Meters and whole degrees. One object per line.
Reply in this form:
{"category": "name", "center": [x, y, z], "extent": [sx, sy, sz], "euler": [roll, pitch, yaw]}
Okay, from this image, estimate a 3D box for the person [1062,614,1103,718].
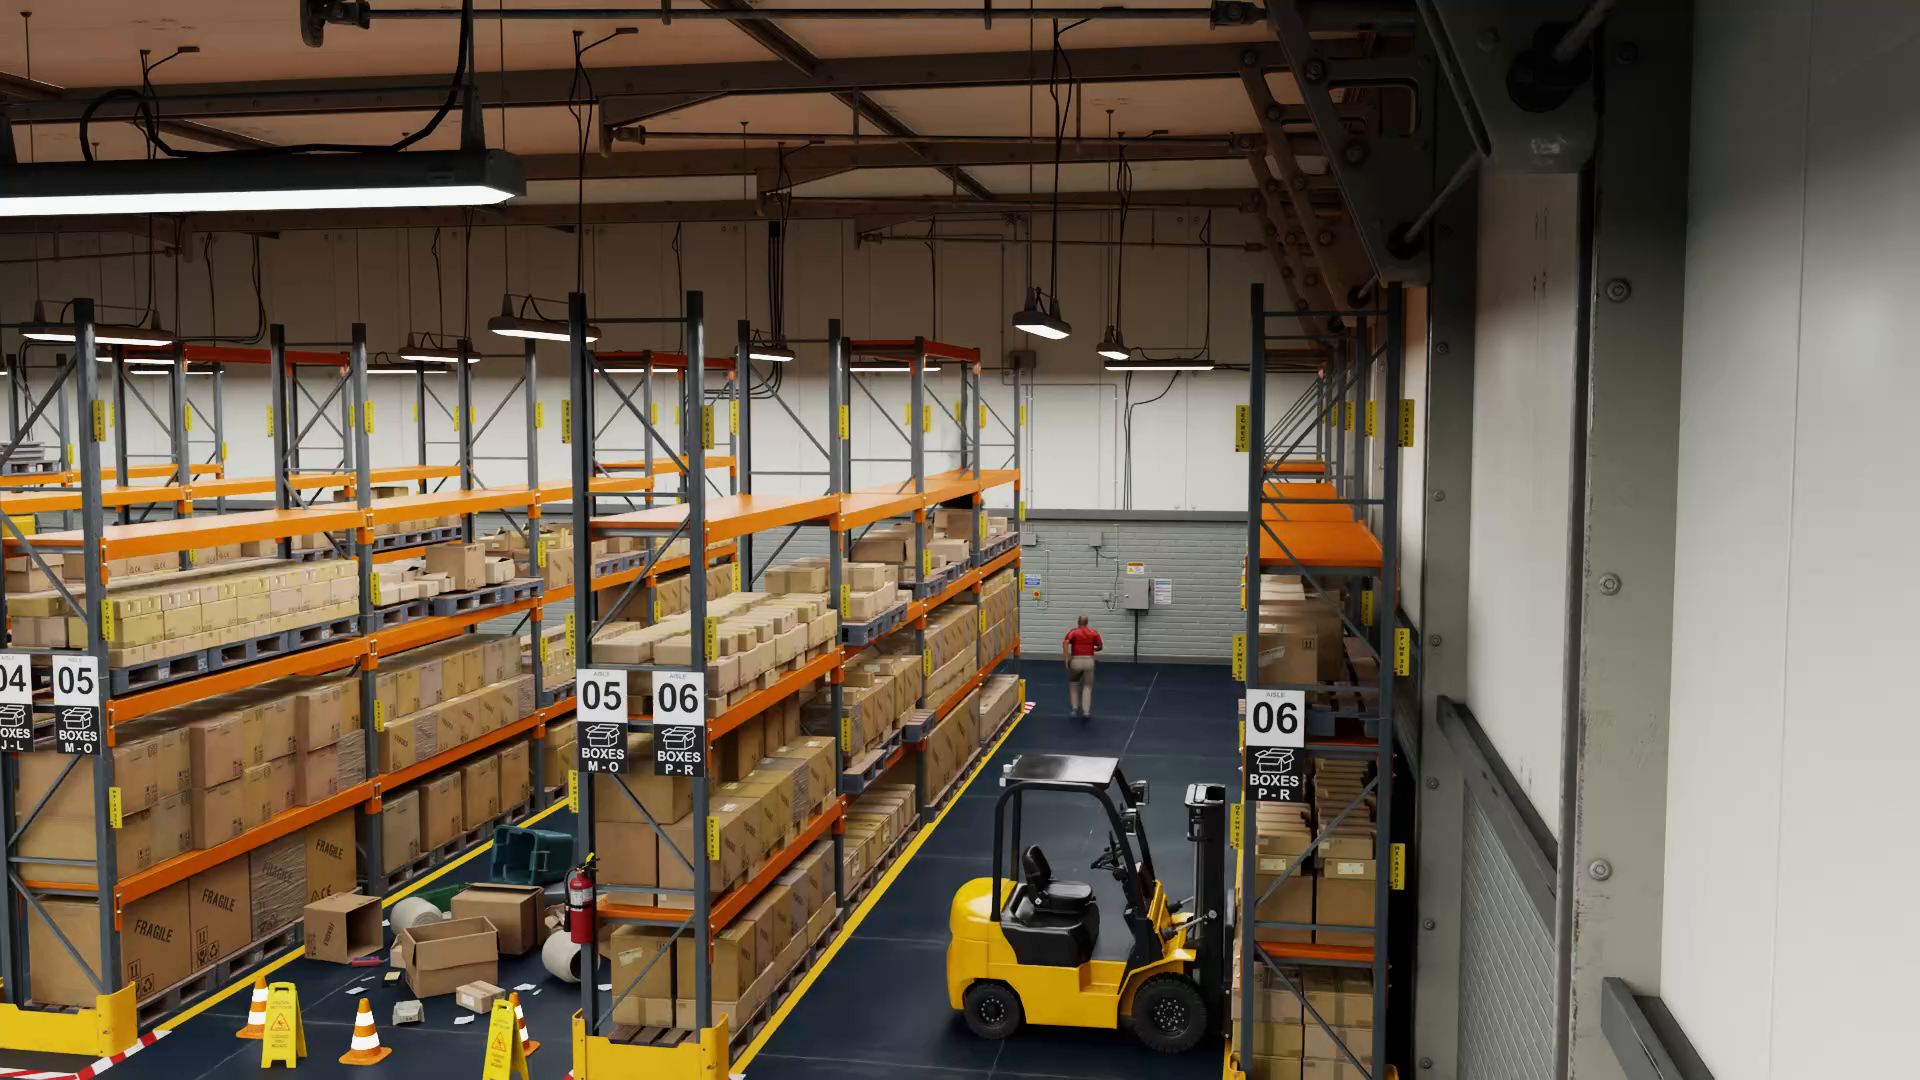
{"category": "person", "center": [2.026, 2.120, 27.508], "extent": [0.674, 1.772, 0.835], "euler": [0, 5, 2]}
